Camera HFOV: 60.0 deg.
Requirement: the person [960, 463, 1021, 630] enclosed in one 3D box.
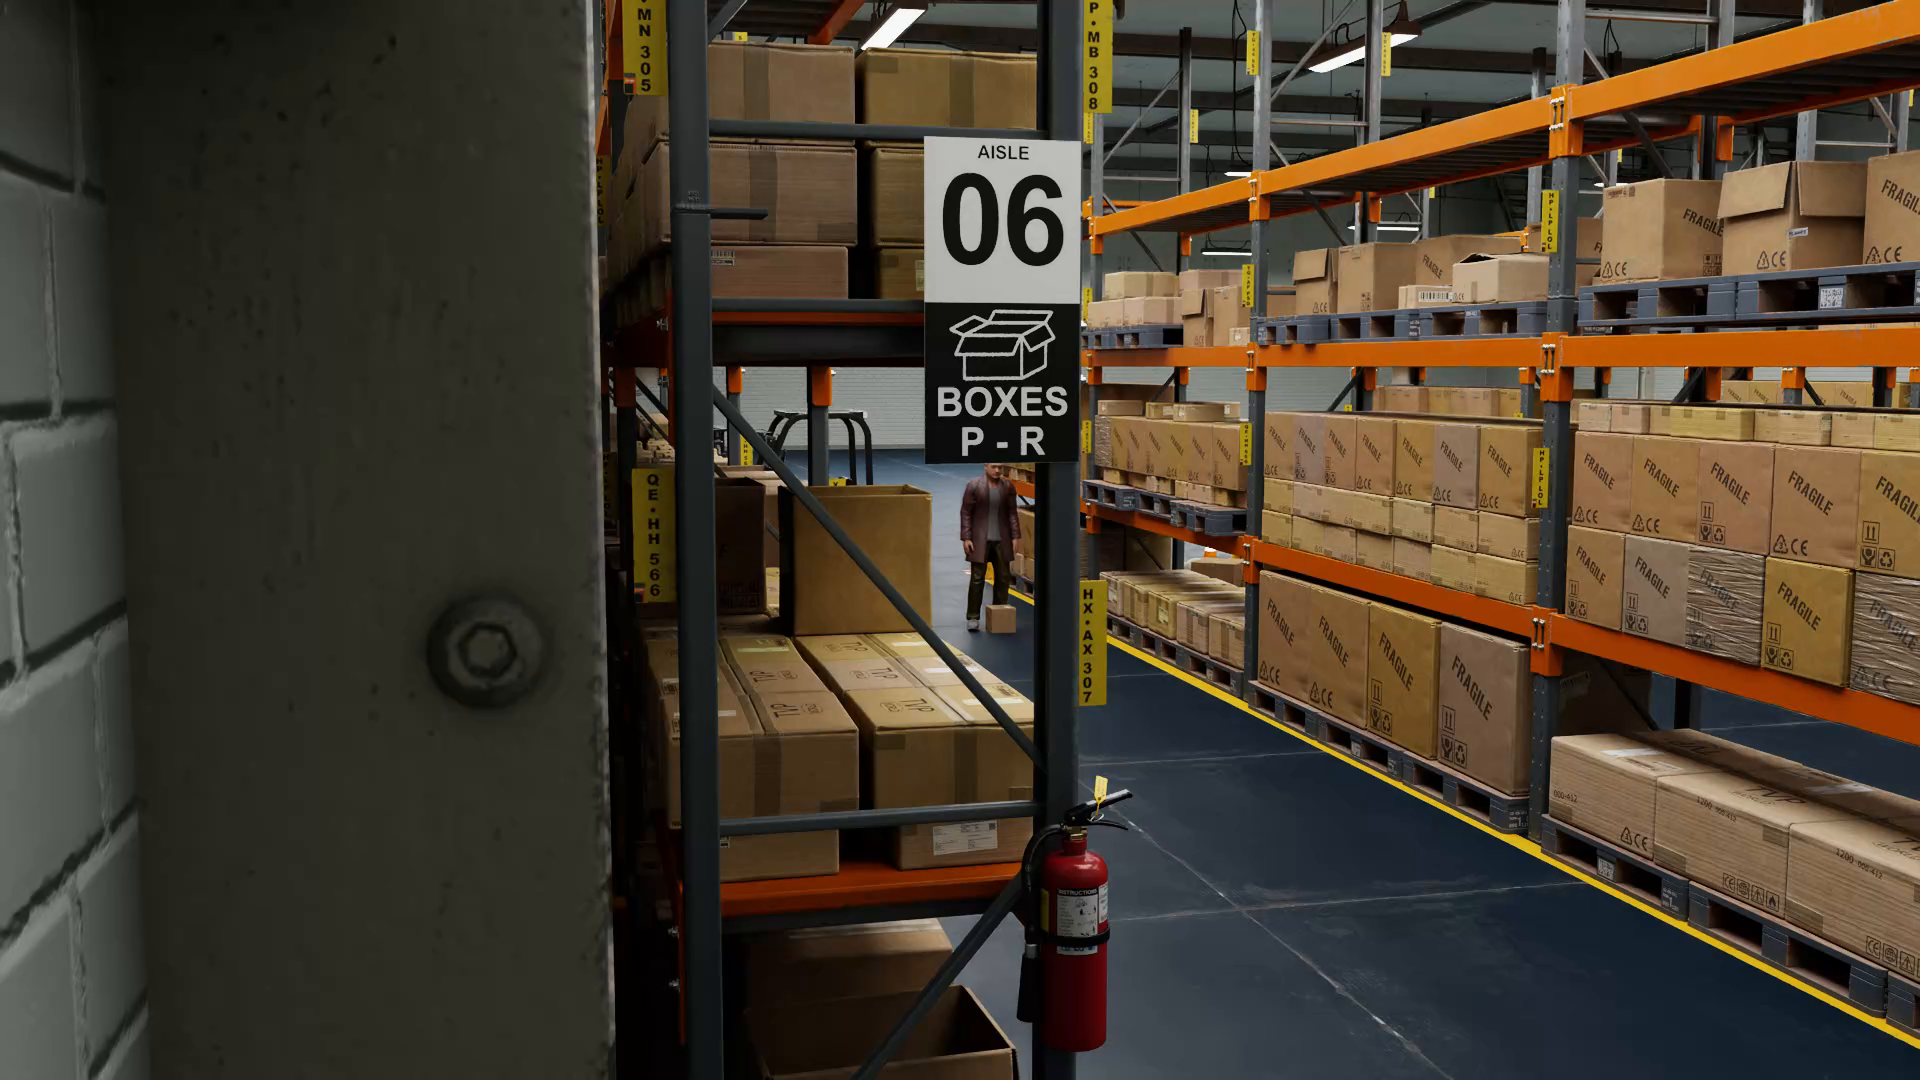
[{"bbox_3d":[0.310,0.009,16.792,0.643,1.774,0.426,-2,6,-17],"label":"person"}]
